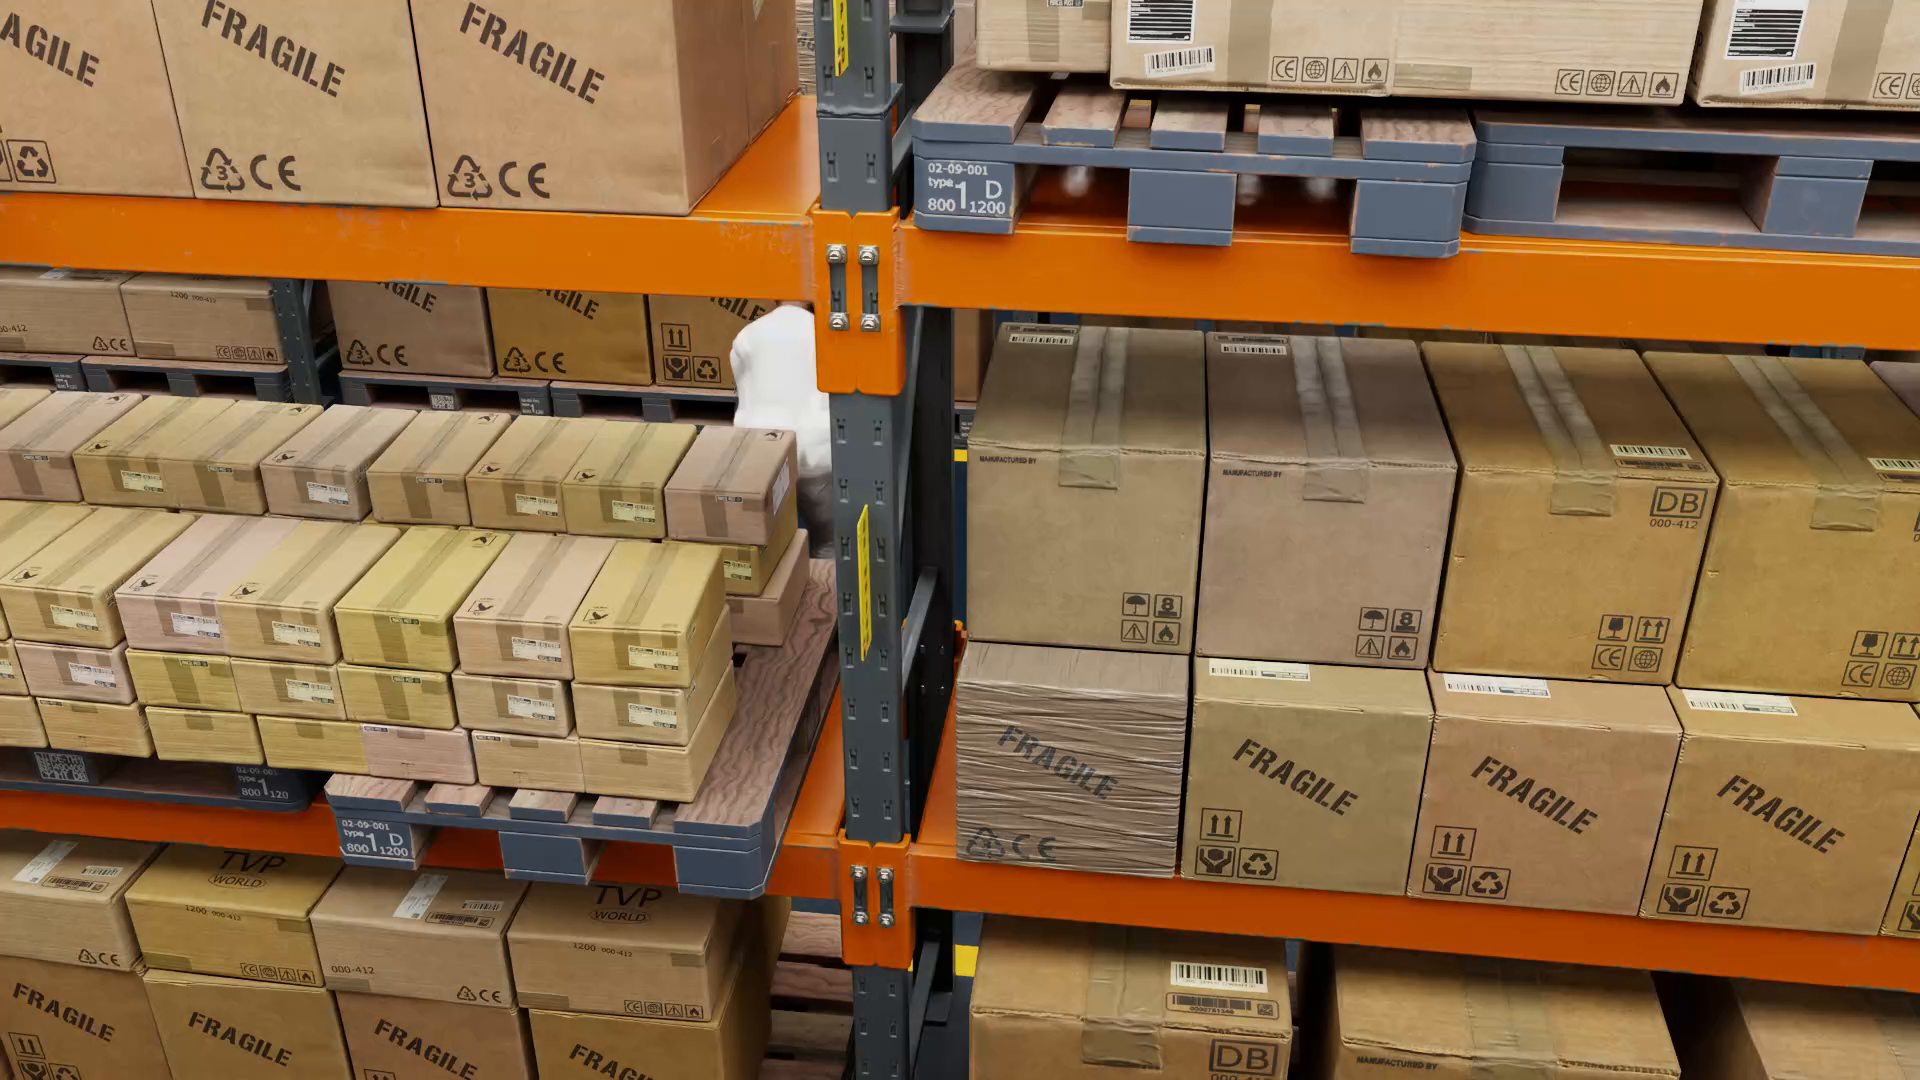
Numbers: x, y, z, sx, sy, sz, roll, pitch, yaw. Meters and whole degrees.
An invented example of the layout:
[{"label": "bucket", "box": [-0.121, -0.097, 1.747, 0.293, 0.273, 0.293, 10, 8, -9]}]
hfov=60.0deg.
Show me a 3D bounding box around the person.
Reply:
[{"label": "person", "box": [-0.692, -0.350, 6.915, 0.480, 1.608, 0.750, 3, 28, 5]}]
